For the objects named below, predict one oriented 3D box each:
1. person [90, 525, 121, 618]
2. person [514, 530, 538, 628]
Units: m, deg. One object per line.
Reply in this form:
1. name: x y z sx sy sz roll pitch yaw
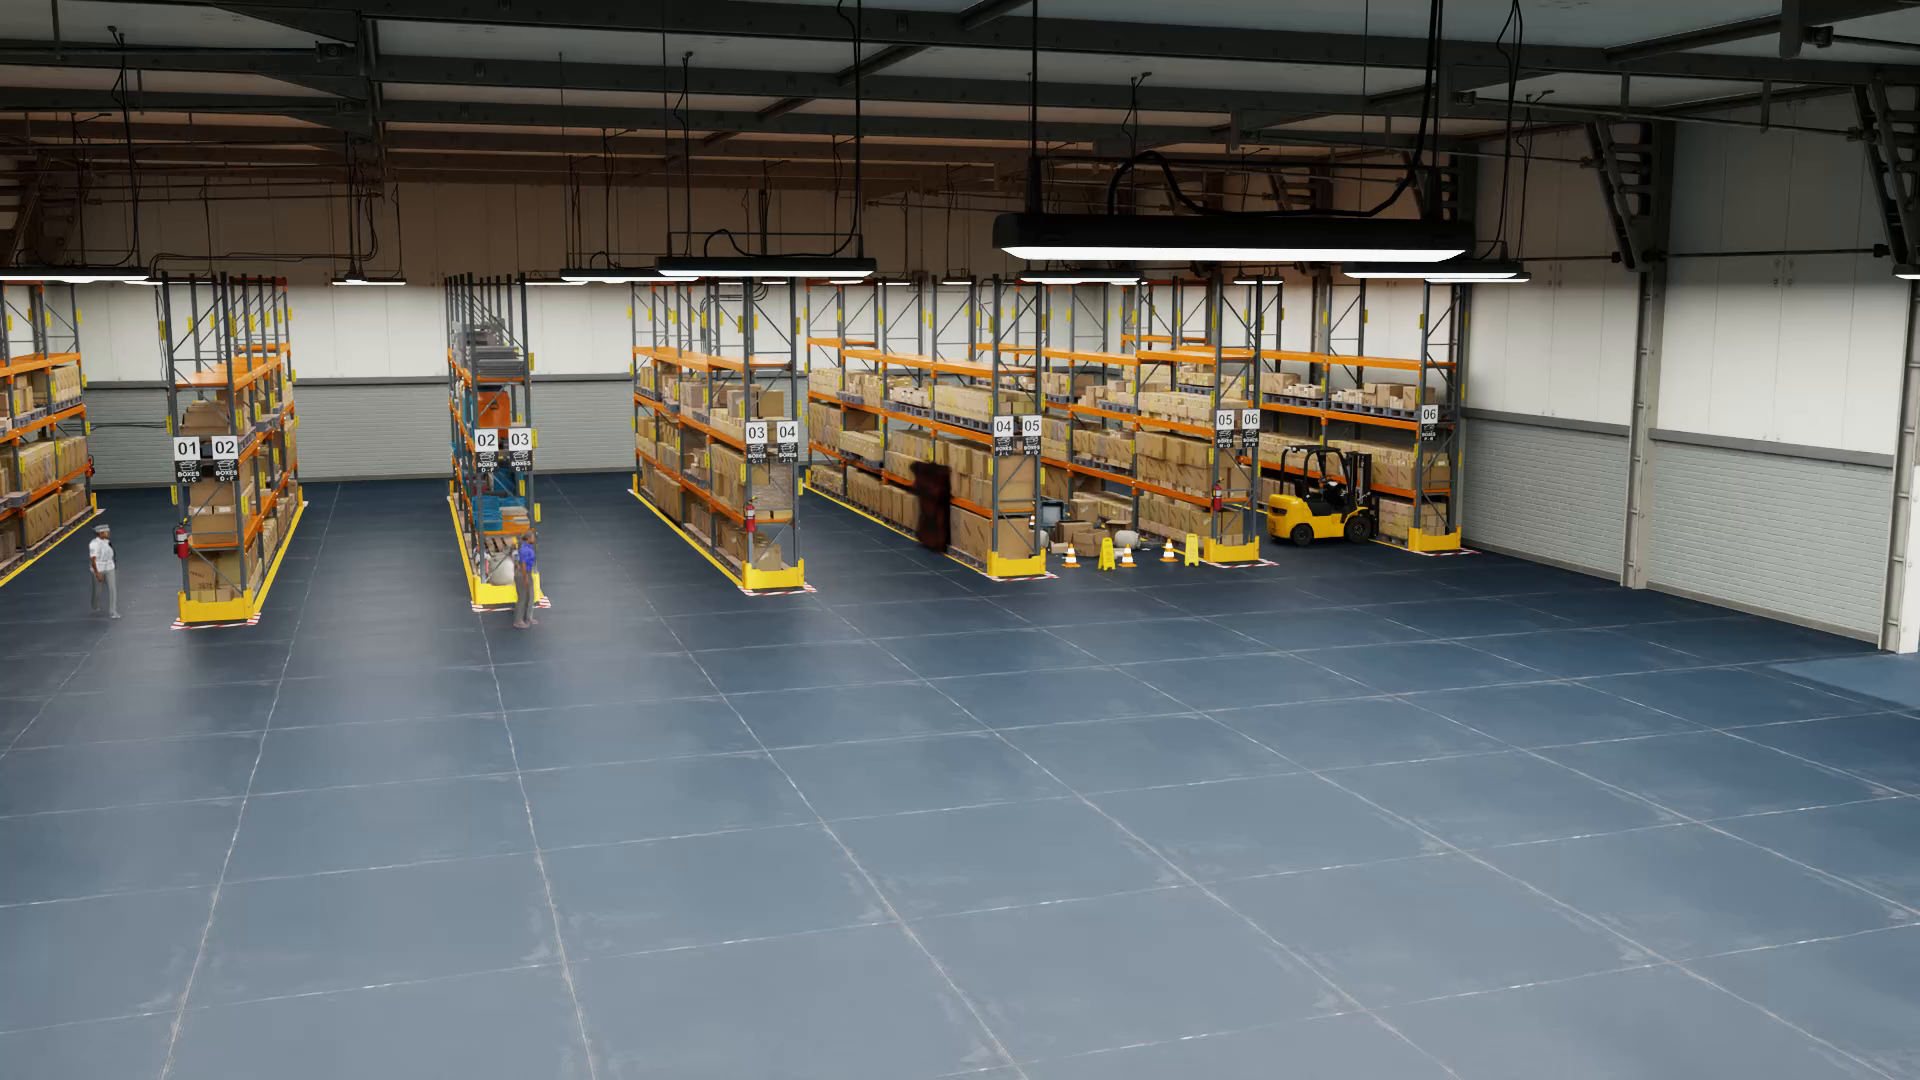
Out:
1. person: -15.012 0.532 29.125 0.424 1.623 0.940 -7 11 -40
2. person: -7.415 0.652 28.350 0.390 1.667 0.540 1 9 3
